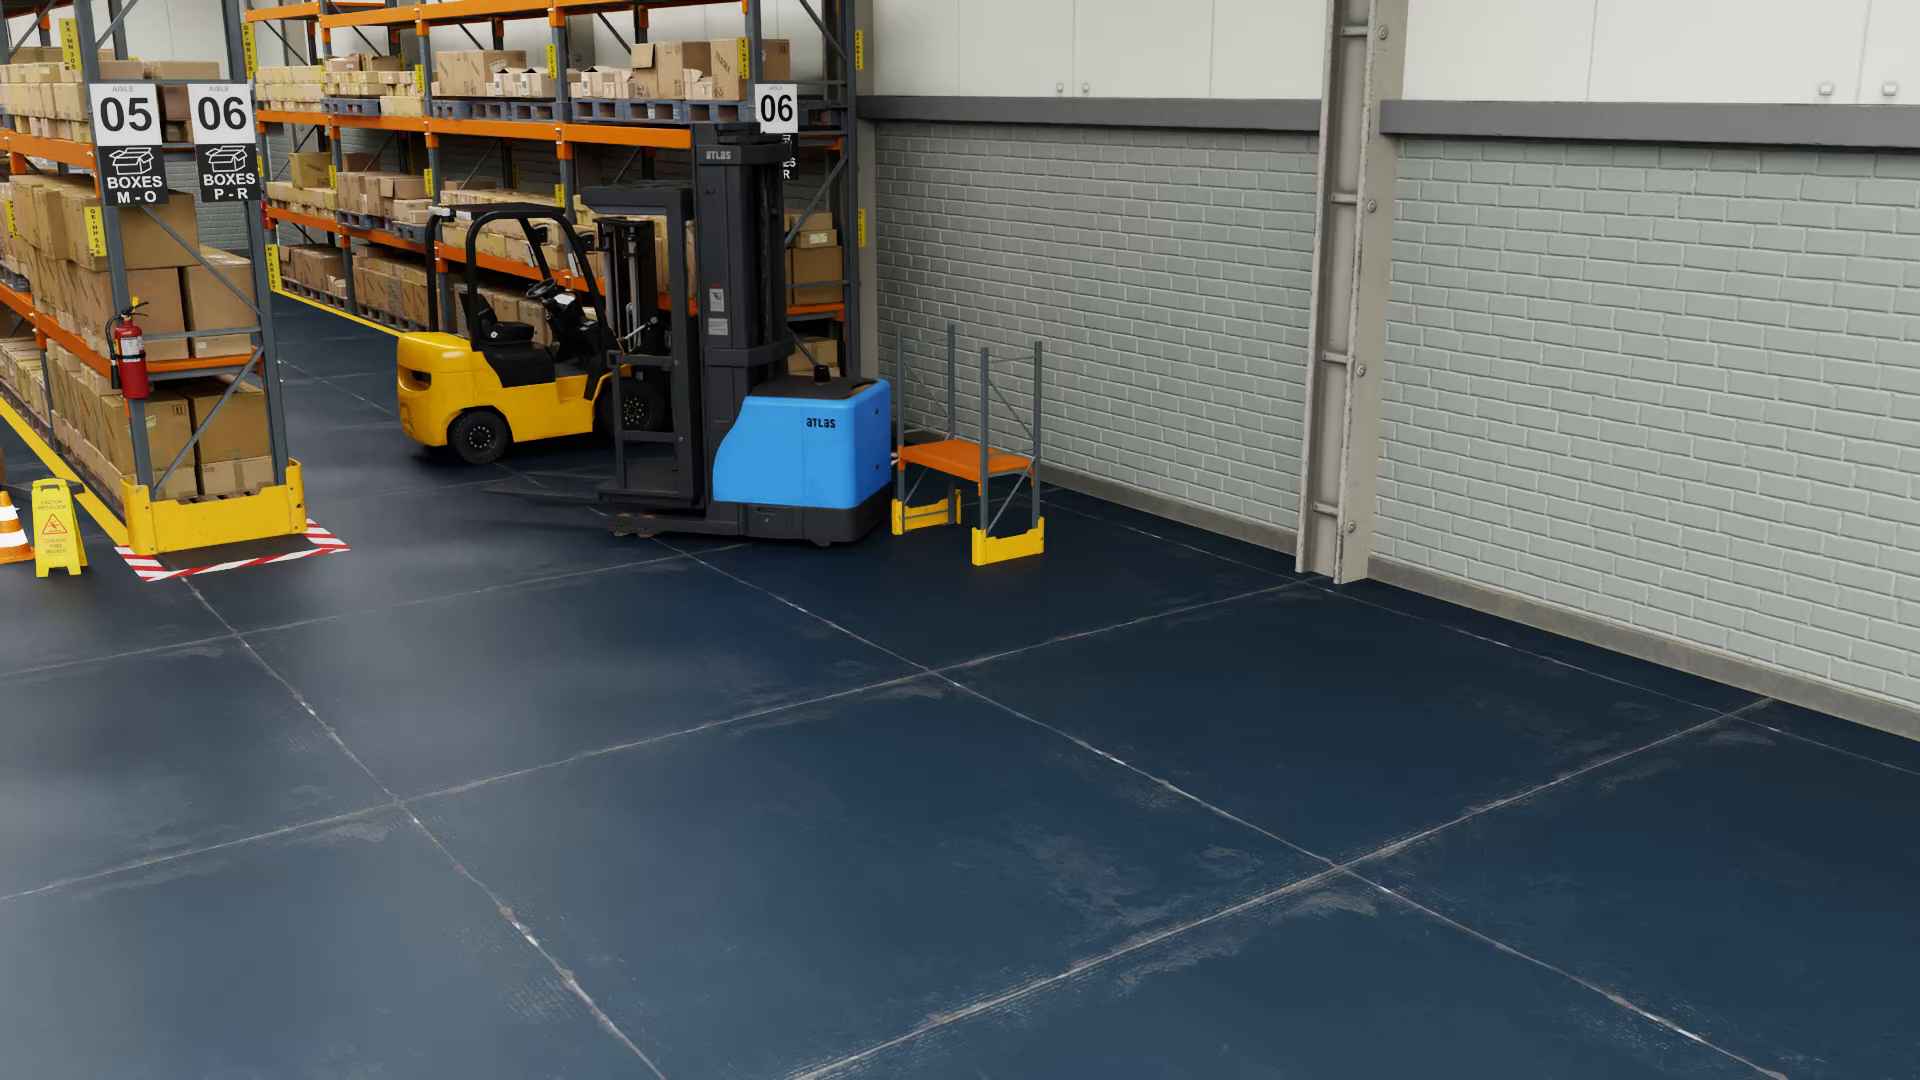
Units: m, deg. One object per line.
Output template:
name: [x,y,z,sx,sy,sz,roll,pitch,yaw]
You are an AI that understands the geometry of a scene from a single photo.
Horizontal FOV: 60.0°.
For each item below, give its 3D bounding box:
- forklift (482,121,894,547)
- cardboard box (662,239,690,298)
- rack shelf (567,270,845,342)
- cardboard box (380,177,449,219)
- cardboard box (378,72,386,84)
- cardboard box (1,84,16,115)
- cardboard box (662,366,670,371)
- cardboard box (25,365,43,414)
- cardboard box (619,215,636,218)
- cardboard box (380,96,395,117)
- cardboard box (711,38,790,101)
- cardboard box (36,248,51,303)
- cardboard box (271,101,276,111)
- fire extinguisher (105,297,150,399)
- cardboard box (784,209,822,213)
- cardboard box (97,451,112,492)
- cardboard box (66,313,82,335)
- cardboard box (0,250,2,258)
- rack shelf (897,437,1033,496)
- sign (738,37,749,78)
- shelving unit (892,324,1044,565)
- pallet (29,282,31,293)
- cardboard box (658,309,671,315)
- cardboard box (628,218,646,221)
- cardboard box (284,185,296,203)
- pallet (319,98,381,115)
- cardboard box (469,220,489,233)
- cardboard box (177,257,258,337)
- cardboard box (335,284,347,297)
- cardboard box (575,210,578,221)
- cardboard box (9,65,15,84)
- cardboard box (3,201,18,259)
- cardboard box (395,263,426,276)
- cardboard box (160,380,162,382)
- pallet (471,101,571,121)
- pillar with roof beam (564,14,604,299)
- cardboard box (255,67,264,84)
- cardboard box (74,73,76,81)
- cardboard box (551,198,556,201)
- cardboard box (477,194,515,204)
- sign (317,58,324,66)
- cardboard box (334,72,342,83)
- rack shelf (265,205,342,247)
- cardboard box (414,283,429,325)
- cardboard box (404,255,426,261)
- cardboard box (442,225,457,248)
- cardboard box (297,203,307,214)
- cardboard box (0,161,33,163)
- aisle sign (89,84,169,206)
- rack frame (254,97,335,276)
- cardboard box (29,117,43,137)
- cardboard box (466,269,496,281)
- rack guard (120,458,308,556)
forklift: [-2.077,-1.557,12.214,3.031,2.935,1.130,4,16,14]
cardboard box: [-2.431,-2.546,15.507,0.500,0.500,0.500,-11,19,-36]
rack shelf: [-2.506,-2.292,16.131,1.077,0.370,4.000,-11,19,-35]
cardboard box: [-7.143,-4.492,21.816,0.797,0.503,0.637,-11,19,-36]
cardboard box: [-7.238,-5.935,21.361,0.380,0.149,0.250,-11,19,-34]
cardboard box: [-7.657,-3.676,13.864,0.500,0.250,0.500,-11,19,-36]
cardboard box: [-2.476,-1.600,15.708,0.500,0.250,0.500,-11,19,-36]
cardboard box: [-8.431,-1.494,16.036,0.950,0.372,0.625,-10,18,-31]
cardboard box: [-3.108,-3.239,16.248,0.380,0.149,0.250,-11,19,-35]
cardboard box: [-7.122,-5.581,21.385,0.500,0.250,0.500,-11,19,-35]
cardboard box: [-1.787,-4.014,14.205,0.500,0.500,0.500,-10,18,-33]
cardboard box: [-7.348,-2.246,13.846,0.500,0.500,0.500,-11,19,-35]
cardboard box: [-10.363,-6.671,25.563,0.380,0.149,0.250,-10,18,-33]
fire extinguisher: [-5.648,-1.307,11.317,0.296,0.674,0.183,-11,19,-35]
cardboard box: [-1.460,-2.888,14.963,0.380,0.149,0.250,-10,18,-33]
cardboard box: [-6.334,-0.560,12.852,0.500,0.250,0.500,-11,19,-34]
cardboard box: [-6.854,-1.732,13.200,0.380,0.149,0.250,-11,19,-35]
cardboard box: [-9.598,-2.939,16.812,0.380,0.149,0.250,-11,19,-34]
rack shelf: [0.050,-0.532,11.859,0.538,0.185,1.000,-11,19,-35]
sign: [-1.777,-3.966,13.676,0.100,0.325,0.005,-11,19,-35]
shelving unit: [0.045,-0.707,11.819,0.587,1.500,1.083,-11,19,-35]
pallet: [-8.026,-2.388,15.482,1.003,0.211,1.213,-11,19,-35]
cardboard box: [-2.926,-2.244,17.111,0.500,0.250,0.500,-11,19,-35]
cardboard box: [-2.978,-3.040,16.084,0.380,0.149,0.250,-12,19,-36]
cardboard box: [-10.091,-5.346,25.645,0.500,0.250,0.500,-11,19,-36]
pallet: [-8.059,-5.980,22.918,1.213,0.211,1.003,-11,19,-35]
cardboard box: [-5.384,-3.735,19.376,0.500,0.250,0.500,-11,19,-36]
cardboard box: [-5.397,-1.777,12.132,0.500,0.500,0.500,-11,19,-35]
cardboard box: [-8.951,-3.675,24.427,0.380,0.149,0.250,-12,19,-36]
cardboard box: [-4.062,-3.466,17.638,0.380,0.149,0.250,-10,18,-33]
cardboard box: [-7.597,-3.836,13.693,0.380,0.149,0.250,-10,18,-33]
cardboard box: [-8.445,-2.858,15.287,0.500,0.500,0.500,-11,19,-34]
cardboard box: [-7.389,-3.644,22.419,0.380,0.149,0.250,-11,19,-34]
cardboard box: [-6.207,-1.118,13.472,0.500,0.500,0.500,-10,18,-33]
pallet: [-4.903,-4.906,18.996,1.003,0.211,1.213,-10,18,-32]
pillar with roof beam: [-8.020,-6.007,16.978,9.100,9.000,0.400,-11,19,-35]
cardboard box: [-10.680,-7.254,25.988,0.500,0.250,0.500,-11,19,-35]
cardboard box: [-5.901,-3.238,11.509,0.380,0.149,0.250,-10,18,-34]
cardboard box: [-4.422,-3.816,18.918,0.380,0.149,0.250,-11,19,-35]
cardboard box: [-5.419,-3.957,19.433,0.380,0.149,0.250,-11,19,-34]
sign: [-10.277,-7.584,26.745,0.100,0.325,0.005,-11,19,-35]
cardboard box: [-8.236,-6.256,22.495,0.380,0.149,0.250,-11,19,-36]
rack shelf: [-9.562,-4.854,25.493,1.077,0.370,4.000,-11,19,-35]
cardboard box: [-6.742,-3.082,21.596,0.500,0.500,0.500,-11,19,-35]
cardboard box: [-7.627,-3.944,23.516,0.380,0.149,0.250,-11,19,-34]
cardboard box: [-5.971,-3.715,20.252,0.500,0.250,0.500,-11,19,-34]
cardboard box: [-9.878,-5.059,25.352,0.380,0.149,0.250,-10,18,-33]
cardboard box: [-11.340,-4.256,19.862,0.500,0.500,0.500,-10,18,-33]
aisle sign: [-5.541,-2.636,11.102,0.394,0.787,0.004,-11,19,-35]
rack frame: [-10.738,-5.628,26.958,1.000,3.000,0.127,-11,19,-35]
cardboard box: [-7.023,-3.227,12.978,0.380,0.149,0.250,-11,19,-36]
cardboard box: [-6.223,-3.451,21.712,0.380,0.149,0.250,-10,18,-33]
rack guard: [-5.388,-0.251,12.047,1.175,0.500,0.348,-11,19,-35]
